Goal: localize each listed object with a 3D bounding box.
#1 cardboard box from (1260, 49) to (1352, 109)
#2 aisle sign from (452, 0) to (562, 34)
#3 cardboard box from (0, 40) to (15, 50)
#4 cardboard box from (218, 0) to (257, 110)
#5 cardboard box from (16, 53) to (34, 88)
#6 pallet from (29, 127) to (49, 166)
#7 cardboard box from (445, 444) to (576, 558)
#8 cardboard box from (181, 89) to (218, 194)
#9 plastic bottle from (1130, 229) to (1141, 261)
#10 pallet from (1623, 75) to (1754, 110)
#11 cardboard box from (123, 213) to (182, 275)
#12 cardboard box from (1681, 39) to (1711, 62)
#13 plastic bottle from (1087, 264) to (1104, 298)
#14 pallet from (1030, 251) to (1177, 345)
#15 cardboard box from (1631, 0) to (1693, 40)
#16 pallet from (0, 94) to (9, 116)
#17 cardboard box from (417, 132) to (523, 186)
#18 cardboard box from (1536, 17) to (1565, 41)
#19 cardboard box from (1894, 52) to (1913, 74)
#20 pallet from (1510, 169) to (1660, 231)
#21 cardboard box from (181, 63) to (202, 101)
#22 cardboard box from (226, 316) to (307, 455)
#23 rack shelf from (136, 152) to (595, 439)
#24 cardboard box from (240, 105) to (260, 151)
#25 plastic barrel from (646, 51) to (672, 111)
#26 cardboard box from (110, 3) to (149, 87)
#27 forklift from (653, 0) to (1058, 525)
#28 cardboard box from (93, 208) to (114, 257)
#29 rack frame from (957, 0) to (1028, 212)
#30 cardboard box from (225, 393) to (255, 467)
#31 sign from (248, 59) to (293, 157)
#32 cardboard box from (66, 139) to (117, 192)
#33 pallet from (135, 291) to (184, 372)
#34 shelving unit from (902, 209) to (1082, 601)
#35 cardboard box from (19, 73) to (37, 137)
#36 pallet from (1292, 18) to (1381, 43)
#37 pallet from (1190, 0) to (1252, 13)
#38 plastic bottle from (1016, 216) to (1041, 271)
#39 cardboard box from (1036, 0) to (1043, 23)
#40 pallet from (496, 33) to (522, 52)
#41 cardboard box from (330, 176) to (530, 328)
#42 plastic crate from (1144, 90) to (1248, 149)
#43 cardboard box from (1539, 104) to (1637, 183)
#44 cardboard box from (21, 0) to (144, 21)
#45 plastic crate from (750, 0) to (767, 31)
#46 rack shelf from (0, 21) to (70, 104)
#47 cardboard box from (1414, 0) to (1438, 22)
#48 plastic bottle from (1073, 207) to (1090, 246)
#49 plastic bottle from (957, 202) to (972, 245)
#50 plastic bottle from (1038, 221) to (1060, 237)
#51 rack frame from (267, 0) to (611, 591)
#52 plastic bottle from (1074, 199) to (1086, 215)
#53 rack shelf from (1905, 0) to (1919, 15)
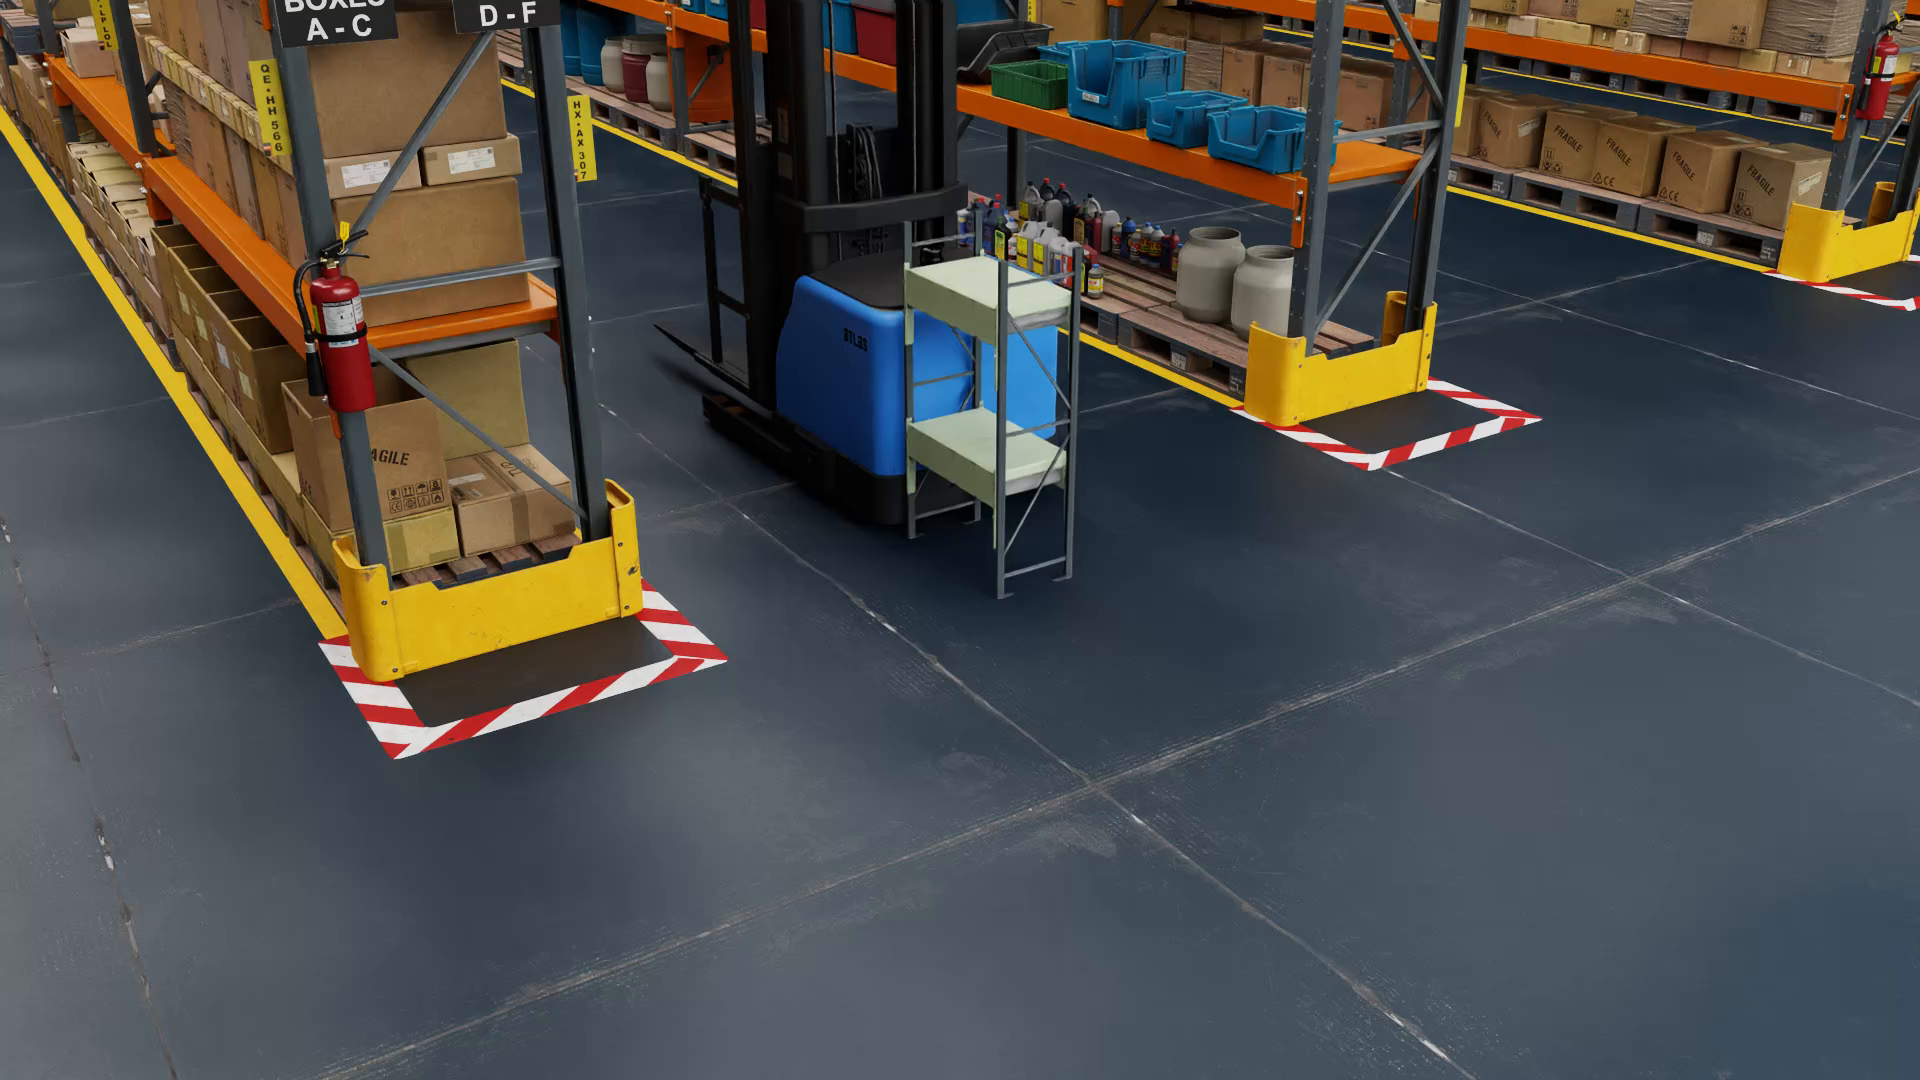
[{"bbox_3d":[3.321,-4.397,15.963,0.700,0.500,0.500,-18,31,-34],"label":"cardboard box"},{"bbox_3d":[-1.637,-2.214,5.882,0.394,0.787,0.004,-16,29,-30],"label":"aisle sign"},{"bbox_3d":[-9.510,-5.024,17.287,0.797,0.503,0.637,-16,29,-30],"label":"cardboard box"},{"bbox_3d":[-2.770,-2.179,7.214,0.700,0.500,0.500,-15,29,-29],"label":"cardboard box"},{"bbox_3d":[-7.875,-4.103,14.462,0.500,0.250,0.500,-15,29,-29],"label":"cardboard box"},{"bbox_3d":[-8.005,-3.740,15.425,1.003,0.211,1.213,-16,29,-30],"label":"pallet"},{"bbox_3d":[-2.036,-0.181,7.349,0.500,0.250,0.500,-16,29,-30],"label":"cardboard box"},{"bbox_3d":[-3.572,-2.122,8.615,0.700,0.500,0.500,-16,30,-30],"label":"cardboard box"},{"bbox_3d":[1.198,-1.992,11.219,0.097,0.201,0.097,0,25,0],"label":"plastic bottle"},{"bbox_3d":[7.915,-4.846,17.768,1.003,0.211,1.213,-16,29,-30],"label":"pallet"},{"bbox_3d":[-4.864,-1.884,10.300,0.500,0.311,0.500,-15,29,-28],"label":"cardboard box"},{"bbox_3d":[5.503,-3.597,12.151,0.380,0.149,0.250,-16,29,-30],"label":"cardboard box"},{"bbox_3d":[0.853,-1.632,10.456,0.097,0.201,0.097,0,25,0],"label":"plastic bottle"},{"bbox_3d":[1.041,-1.627,10.949,1.003,0.211,1.213,-16,29,-30],"label":"pallet"},{"bbox_3d":[5.485,-4.021,12.288,0.875,0.500,0.500,-16,29,-30],"label":"cardboard box"},{"bbox_3d":[-9.525,-4.704,17.469,1.003,0.211,1.213,-16,29,-30],"label":"pallet"},{"bbox_3d":[-1.963,-1.520,6.579,0.380,0.149,0.250,-16,30,-30],"label":"cardboard box"},{"bbox_3d":[4.757,-4.027,13.061,0.380,0.149,0.250,-16,29,-30],"label":"cardboard box"},{"bbox_3d":[6.417,-3.342,11.610,0.380,0.149,0.250,-16,29,-30],"label":"cardboard box"},{"bbox_3d":[5.255,-2.799,13.432,1.003,0.211,1.213,-16,29,-30],"label":"pallet"},{"bbox_3d":[-3.570,-2.254,8.133,0.380,0.149,0.250,-17,30,-31],"label":"cardboard box"},{"bbox_3d":[-3.030,-0.753,7.682,0.500,0.500,0.500,-16,29,-30],"label":"cardboard box"},{"bbox_3d":[-3.021,-1.381,8.004,1.077,0.370,4.000,-16,29,-30],"label":"rack shelf"},{"bbox_3d":[-2.861,-1.791,7.152,0.380,0.149,0.250,-15,29,-28],"label":"cardboard box"},{"bbox_3d":[-2.809,-4.422,16.026,0.421,0.512,0.421,0,25,0],"label":"plastic barrel"},{"bbox_3d":[-5.367,-3.301,11.112,0.500,0.500,0.500,-17,30,-32],"label":"cardboard box"},{"bbox_3d":[-0.743,-1.977,8.504,1.130,2.935,3.031,-16,29,-30],"label":"forklift"},{"bbox_3d":[-5.693,-2.179,11.581,0.500,0.250,0.500,-16,30,-31],"label":"cardboard box"},{"bbox_3d":[0.039,-3.575,11.808,1.000,3.000,0.127,-16,29,-30],"label":"rack frame"},{"bbox_3d":[-3.299,-0.594,8.223,0.500,0.250,0.500,-16,29,-30],"label":"cardboard box"},{"bbox_3d":[-2.392,-1.500,5.780,0.100,0.325,0.005,-16,29,-30],"label":"sign"},{"bbox_3d":[-6.257,-2.797,12.232,0.500,0.311,0.500,-14,29,-28],"label":"cardboard box"},{"bbox_3d":[-4.548,-1.415,10.500,1.003,0.211,1.213,-16,29,-30],"label":"pallet"},{"bbox_3d":[0.124,-0.597,7.257,0.431,1.500,0.755,-16,29,-30],"label":"shelving unit"},{"bbox_3d":[-8.120,-3.933,14.981,0.500,0.500,0.500,-15,29,-29],"label":"cardboard box"},{"bbox_3d":[5.129,-6.734,21.767,1.003,0.211,1.213,-16,29,-30],"label":"pallet"},{"bbox_3d":[3.636,-7.681,23.773,1.003,0.211,1.213,-16,29,-30],"label":"pallet"},{"bbox_3d":[0.467,-1.971,10.998,0.144,0.351,0.185,-16,30,-30],"label":"plastic bottle"},{"bbox_3d":[1.166,-5.961,18.860,1.225,0.875,0.875,-15,29,-29],"label":"cardboard box"},{"bbox_3d":[-5.432,-5.866,19.928,1.003,0.211,1.213,-16,29,-30],"label":"pallet"},{"bbox_3d":[-2.174,-1.206,6.674,0.700,0.500,0.500,-16,29,-30],"label":"cardboard box"},{"bbox_3d":[1.349,-2.419,9.536,0.499,0.251,0.408,-16,29,-30],"label":"plastic crate"},{"bbox_3d":[5.097,-3.229,13.513,0.500,0.500,0.500,-19,31,-34],"label":"cardboard box"},{"bbox_3d":[-6.735,-4.286,12.707,0.500,0.500,0.700,18,31,33],"label":"cardboard box"},{"bbox_3d":[-1.519,-4.385,13.450,0.402,0.464,0.583,-16,29,-30],"label":"plastic crate"},{"bbox_3d":[-7.389,-4.242,14.065,1.077,0.370,4.000,-16,29,-30],"label":"rack shelf"},{"bbox_3d":[4.054,-4.468,13.995,0.380,0.149,0.250,-16,29,-30],"label":"cardboard box"},{"bbox_3d":[0.841,-2.165,11.488,0.061,0.283,0.133,-16,29,-30],"label":"plastic bottle"},{"bbox_3d":[0.045,-2.216,11.606,0.152,0.276,0.135,-14,29,-28],"label":"plastic bottle"},{"bbox_3d":[0.577,-1.980,11.106,0.152,0.276,0.135,-16,29,-30],"label":"plastic bottle"},{"bbox_3d":[-1.930,-0.991,6.335,1.000,3.000,0.127,-16,29,-30],"label":"rack frame"},{"bbox_3d":[0.861,-2.265,11.700,0.061,0.283,0.133,-13,28,-26],"label":"plastic bottle"},{"bbox_3d":[9.492,-4.808,15.263,1.077,0.370,4.000,-16,29,-30],"label":"rack shelf"}]
